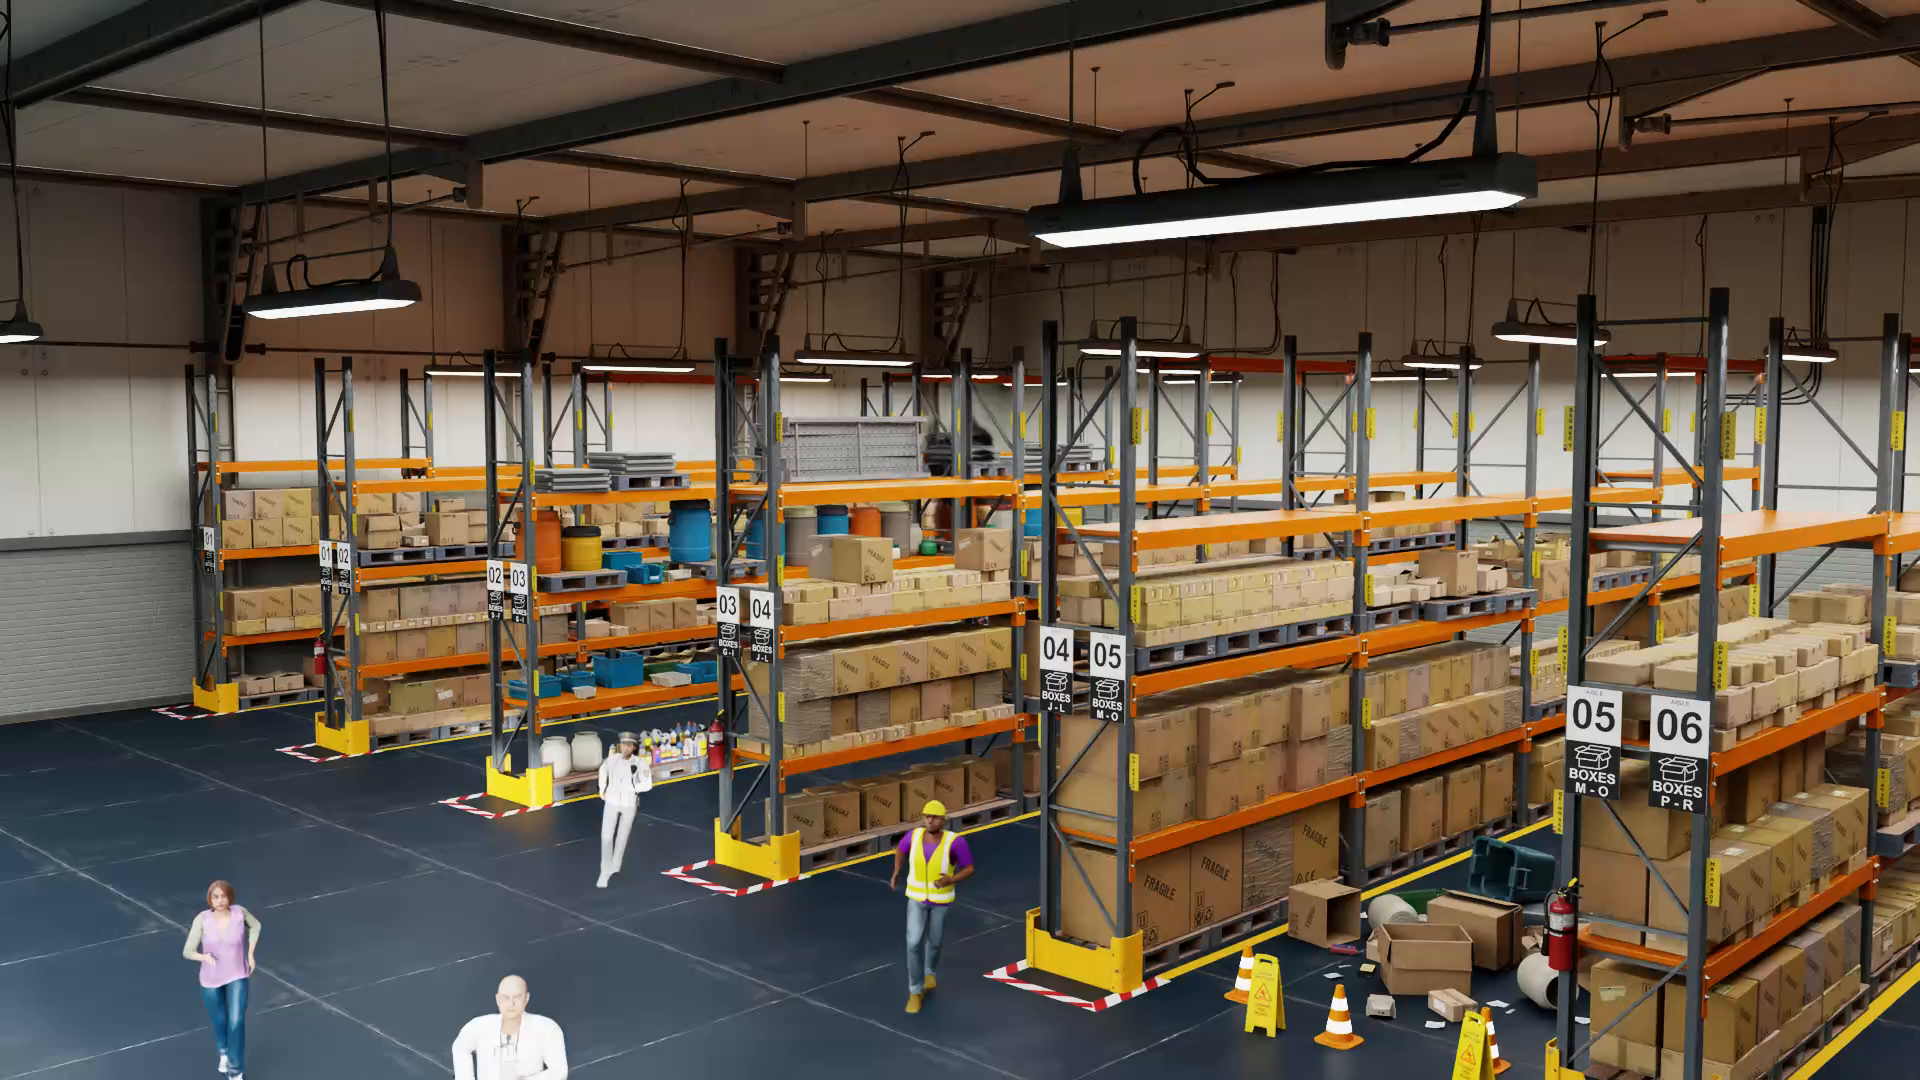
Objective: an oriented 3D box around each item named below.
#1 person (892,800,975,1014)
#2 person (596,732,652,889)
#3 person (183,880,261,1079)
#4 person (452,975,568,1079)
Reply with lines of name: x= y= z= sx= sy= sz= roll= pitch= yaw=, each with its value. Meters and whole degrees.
person: x=-0.232 y=3.170 z=14.564 sx=0.734 sy=1.820 sz=0.704 roll=1 pitch=4 yaw=8
person: x=-3.686 y=2.948 z=18.344 sx=0.612 sy=1.754 sz=0.667 roll=0 pitch=4 yaw=-4
person: x=-5.624 y=3.403 z=12.693 sx=0.525 sy=1.615 sz=0.727 roll=-1 pitch=5 yaw=-18
person: x=-2.689 y=3.521 z=9.967 sx=0.671 sy=1.823 sz=0.775 roll=-1 pitch=5 yaw=-16
